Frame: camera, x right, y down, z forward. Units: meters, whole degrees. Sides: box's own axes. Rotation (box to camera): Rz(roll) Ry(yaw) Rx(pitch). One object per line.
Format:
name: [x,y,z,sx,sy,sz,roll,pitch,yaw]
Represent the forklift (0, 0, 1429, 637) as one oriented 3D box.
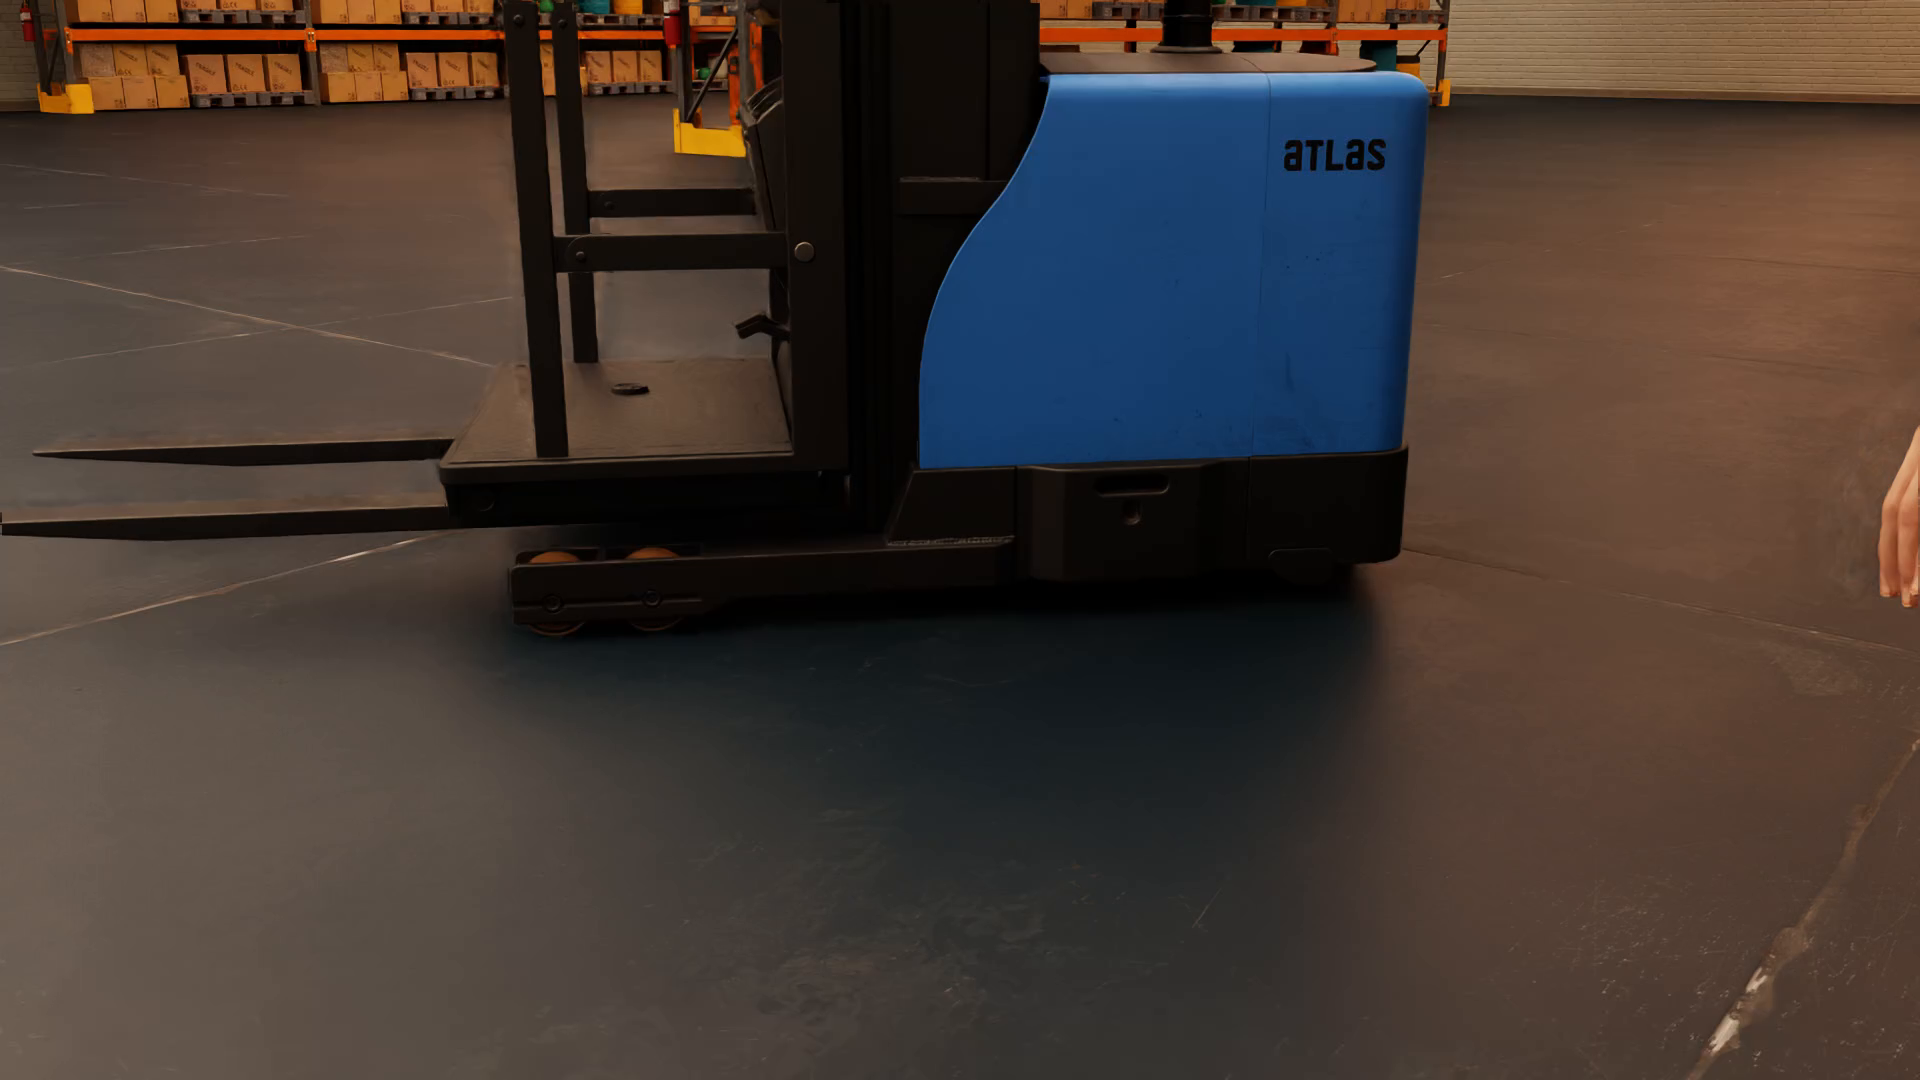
forklift: [-0.604,-1.375,3.424,3.031,2.935,1.130,-2,17,-8]
